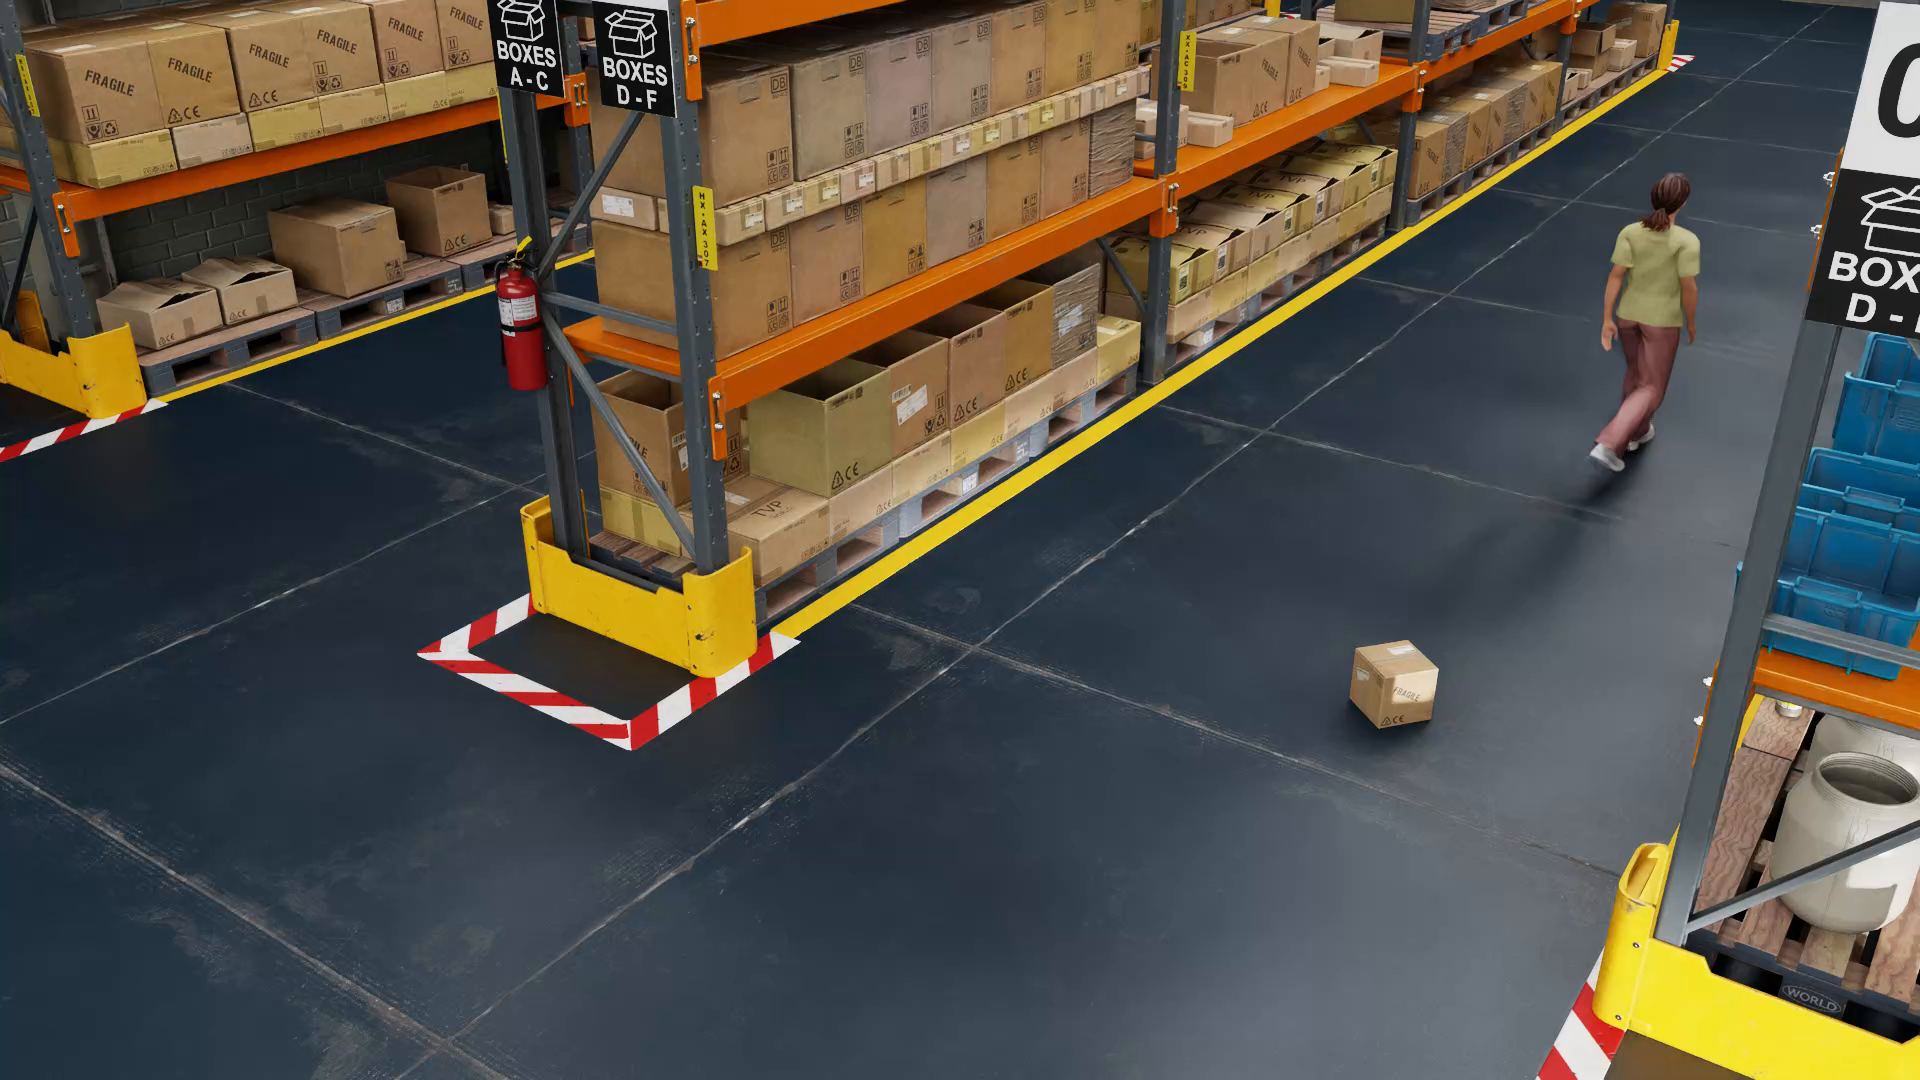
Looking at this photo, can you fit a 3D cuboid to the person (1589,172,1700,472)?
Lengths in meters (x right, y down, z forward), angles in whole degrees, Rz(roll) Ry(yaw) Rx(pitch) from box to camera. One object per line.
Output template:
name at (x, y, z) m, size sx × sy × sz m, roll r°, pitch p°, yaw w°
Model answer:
person at (3.673, -1.155, 8.885) m, size 0.939 × 1.619 × 0.439 m, roll -22°, pitch 35°, yaw -37°
